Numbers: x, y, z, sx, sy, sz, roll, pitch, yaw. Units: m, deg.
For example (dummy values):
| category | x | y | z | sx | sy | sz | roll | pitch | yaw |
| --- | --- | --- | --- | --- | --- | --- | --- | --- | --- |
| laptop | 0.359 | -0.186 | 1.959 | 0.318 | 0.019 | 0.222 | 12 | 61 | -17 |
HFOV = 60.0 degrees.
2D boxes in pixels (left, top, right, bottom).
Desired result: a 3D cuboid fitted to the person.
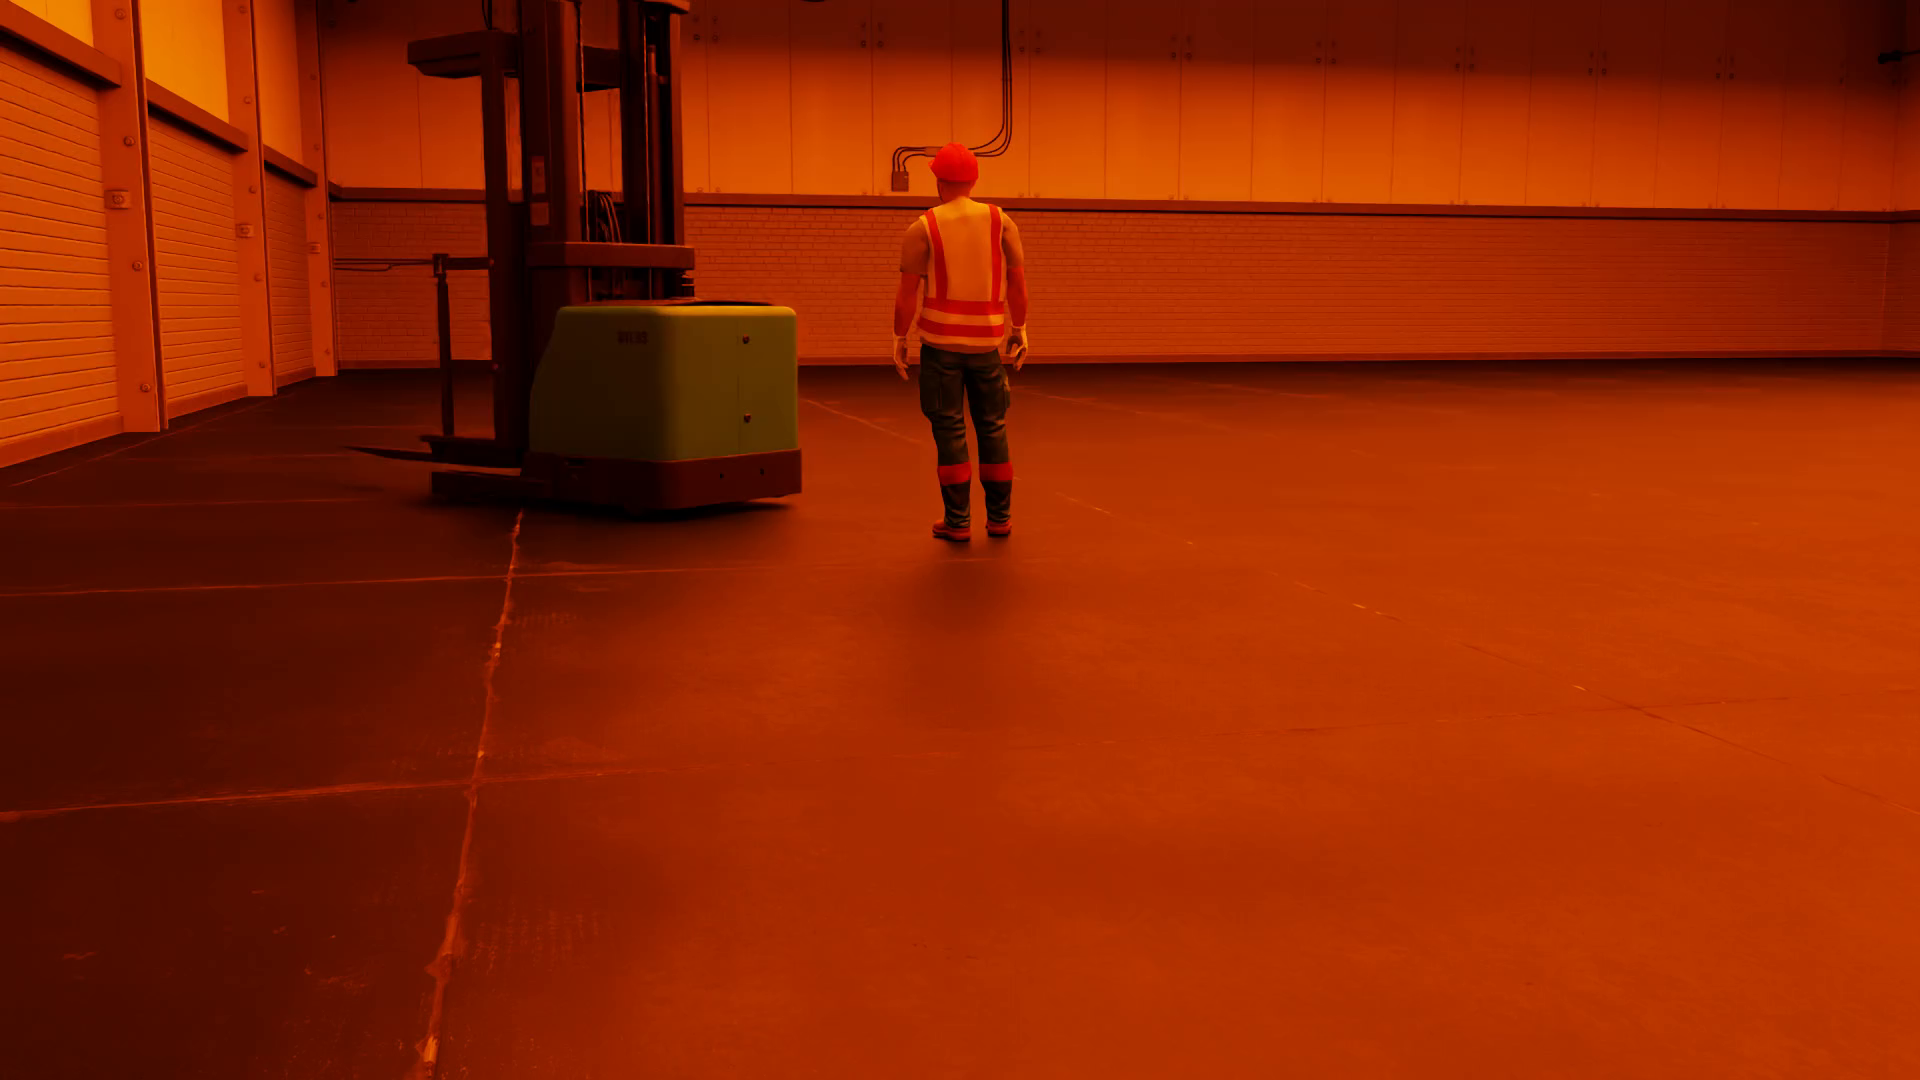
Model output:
| category | x | y | z | sx | sy | sz | roll | pitch | yaw |
| --- | --- | --- | --- | --- | --- | --- | --- | --- | --- |
| person | -0.009 | -0.904 | 7.663 | 0.638 | 1.789 | 0.562 | -2 | 8 | -13 |

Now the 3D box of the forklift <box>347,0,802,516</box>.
| category | x | y | z | sx | sy | sz | roll | pitch | yaw |
| --- | --- | --- | --- | --- | --- | --- | --- | --- | --- |
| forklift | -2.341 | -1.710 | 9.351 | 3.031 | 2.935 | 1.130 | 6 | 10 | 37 |
